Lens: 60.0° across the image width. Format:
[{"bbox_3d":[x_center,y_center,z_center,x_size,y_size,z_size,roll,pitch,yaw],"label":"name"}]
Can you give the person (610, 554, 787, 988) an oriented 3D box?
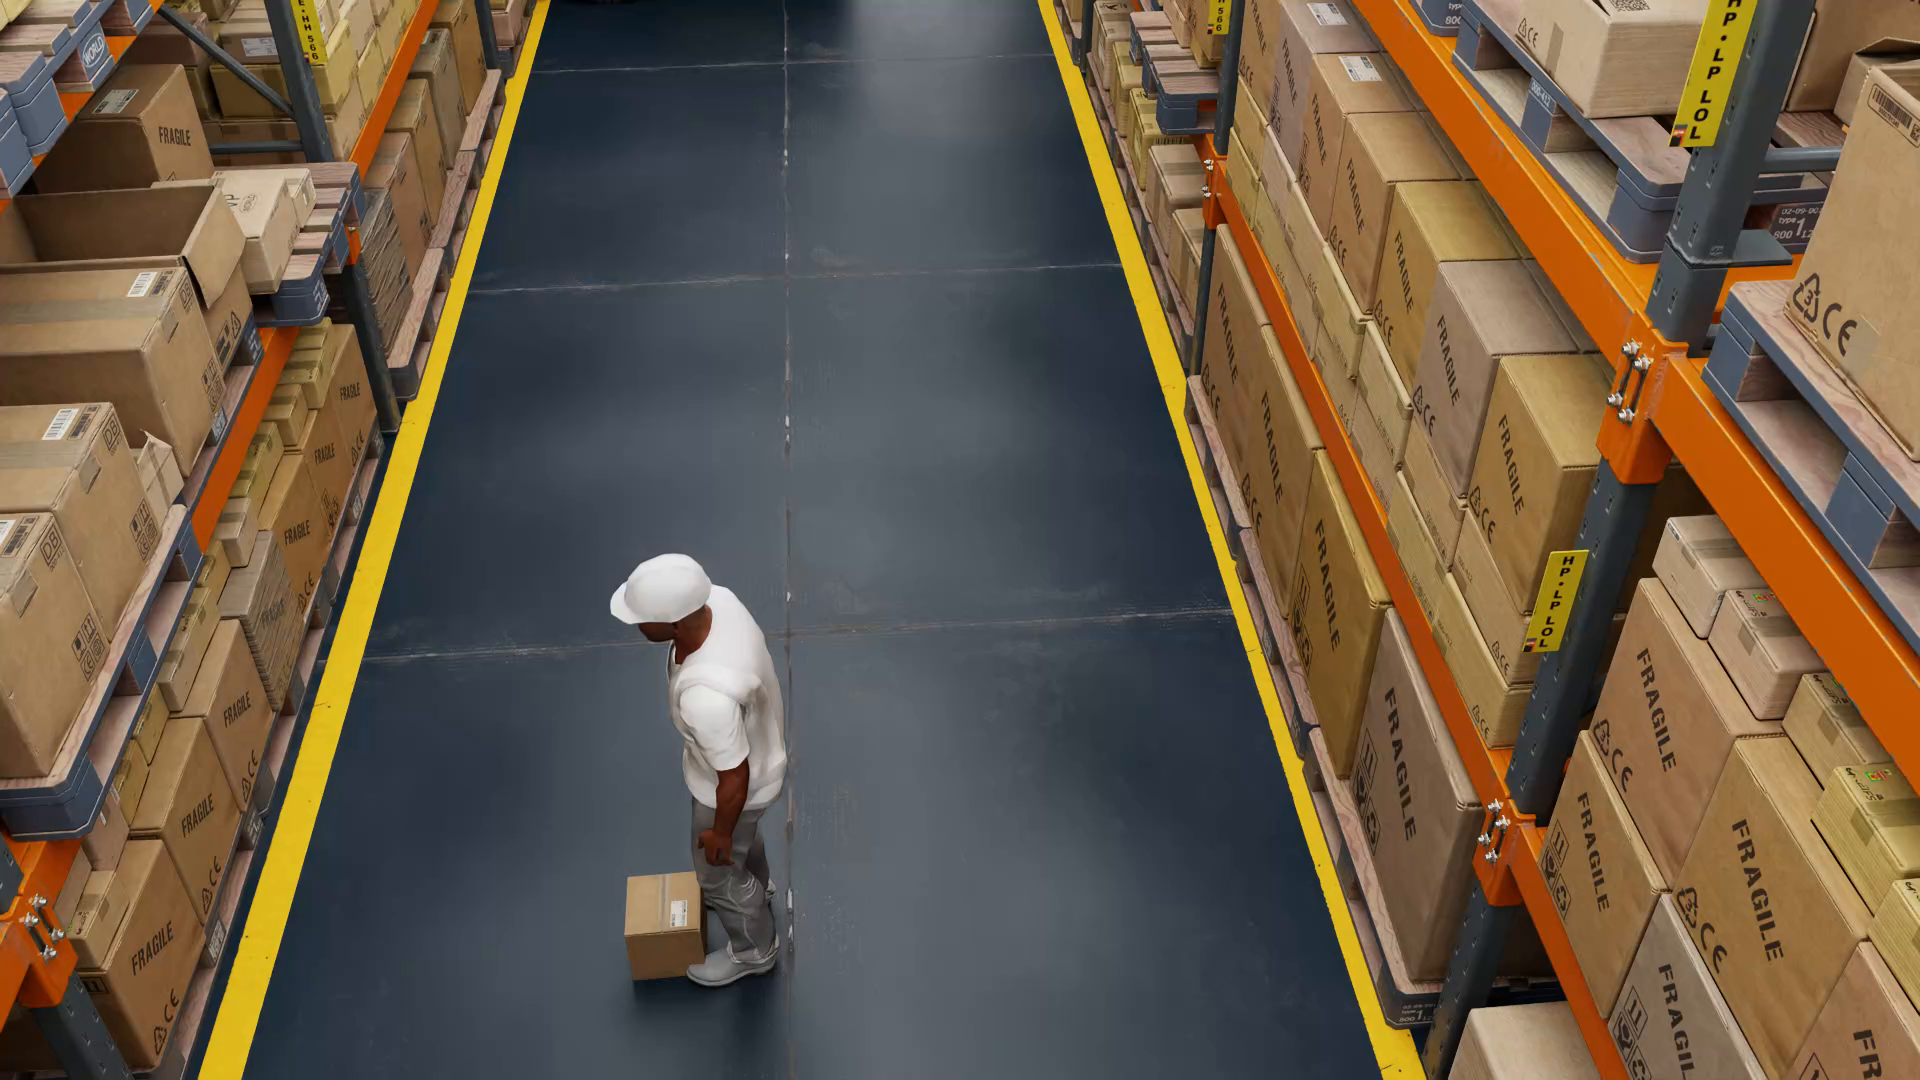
[{"bbox_3d":[-0.773,0.716,5.253,0.463,1.759,0.620,-5,39,-6],"label":"person"}]
